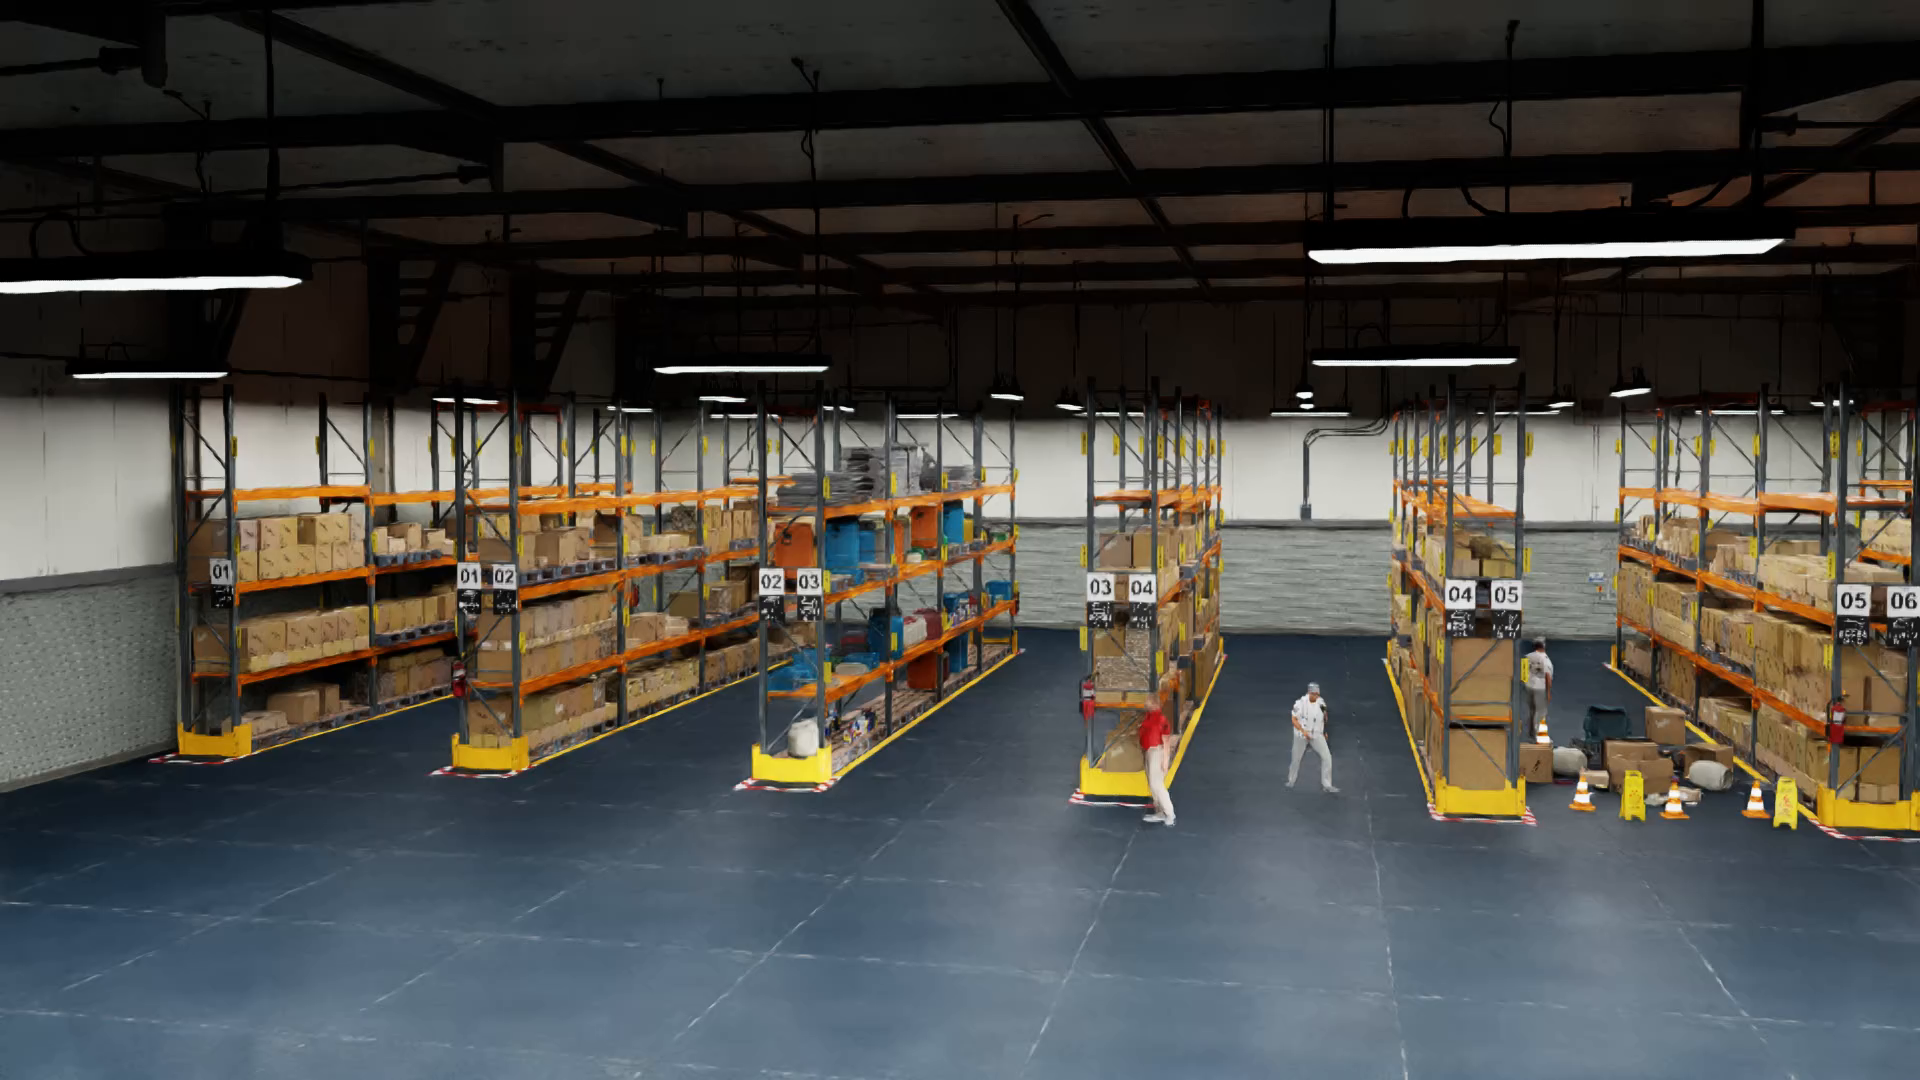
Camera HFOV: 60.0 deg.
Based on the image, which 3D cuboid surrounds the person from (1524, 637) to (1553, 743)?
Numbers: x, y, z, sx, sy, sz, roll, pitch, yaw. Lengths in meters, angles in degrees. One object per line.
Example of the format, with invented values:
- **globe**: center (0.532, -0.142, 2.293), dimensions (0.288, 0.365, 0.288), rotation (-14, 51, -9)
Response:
- **person**: center (9.863, 2.530, 28.258), dimensions (0.476, 1.759, 0.593), rotation (-1, 3, -19)

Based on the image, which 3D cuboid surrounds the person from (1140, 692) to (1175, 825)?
- **person**: center (2.628, 2.892, 22.130), dimensions (0.438, 1.720, 0.651), rotation (-1, 3, -15)

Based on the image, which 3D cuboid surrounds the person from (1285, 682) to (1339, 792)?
- **person**: center (5.117, 2.842, 24.253), dimensions (0.656, 1.592, 0.818), rotation (0, 3, -4)
